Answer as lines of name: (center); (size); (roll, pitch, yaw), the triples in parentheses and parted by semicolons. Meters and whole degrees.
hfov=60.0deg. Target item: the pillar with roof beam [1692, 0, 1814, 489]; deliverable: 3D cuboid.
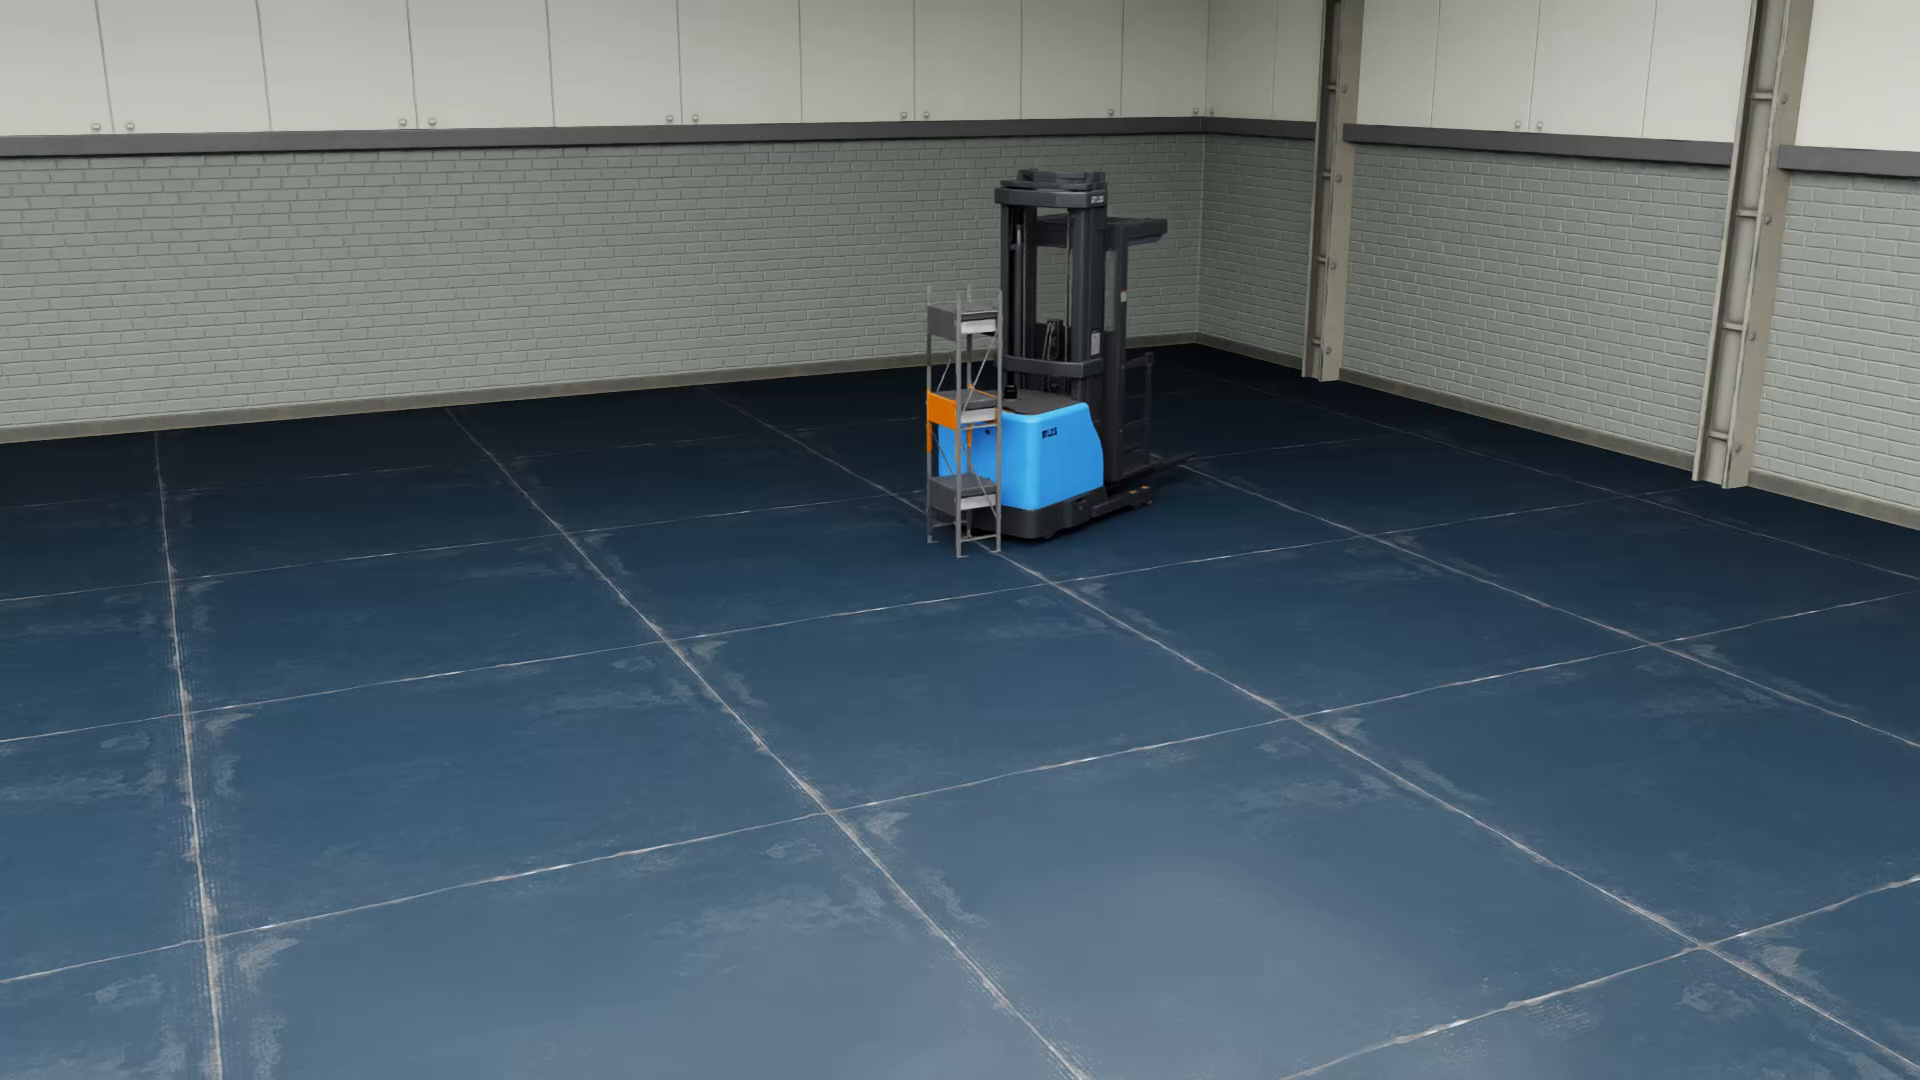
pillar with roof beam: (3.276, -4.345, 12.578); (9.100, 9.000, 0.400); (-8, 18, -25)

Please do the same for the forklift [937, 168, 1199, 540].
forklift: (1.096, -1.758, 14.562); (1.130, 2.935, 3.031); (12, 20, 36)

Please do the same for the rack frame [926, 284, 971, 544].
rack frame: (-0.089, -1.004, 13.441); (0.400, 2.100, 0.015); (-9, 18, -28)

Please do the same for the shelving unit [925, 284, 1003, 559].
shelving unit: (0.030, -0.945, 13.237); (0.431, 2.100, 0.503); (-9, 18, -28)

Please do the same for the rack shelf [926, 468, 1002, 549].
rack shelf: (0.030, -0.259, 13.434); (0.431, 0.518, 0.480); (-9, 18, -28)

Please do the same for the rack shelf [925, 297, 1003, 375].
rack shelf: (0.030, -1.605, 13.047); (0.431, 0.518, 0.480); (-9, 18, -28)

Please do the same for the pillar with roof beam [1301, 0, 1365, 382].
pillar with roof beam: (0.648, -5.833, 17.763); (9.100, 9.000, 0.400); (-8, 18, -25)

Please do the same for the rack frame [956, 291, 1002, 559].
rack frame: (0.149, -0.886, 13.032); (0.400, 2.100, 0.015); (-9, 18, -28)

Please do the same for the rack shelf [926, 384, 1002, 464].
rack shelf: (0.030, -0.932, 13.240); (0.431, 0.518, 0.480); (-9, 18, -28)
